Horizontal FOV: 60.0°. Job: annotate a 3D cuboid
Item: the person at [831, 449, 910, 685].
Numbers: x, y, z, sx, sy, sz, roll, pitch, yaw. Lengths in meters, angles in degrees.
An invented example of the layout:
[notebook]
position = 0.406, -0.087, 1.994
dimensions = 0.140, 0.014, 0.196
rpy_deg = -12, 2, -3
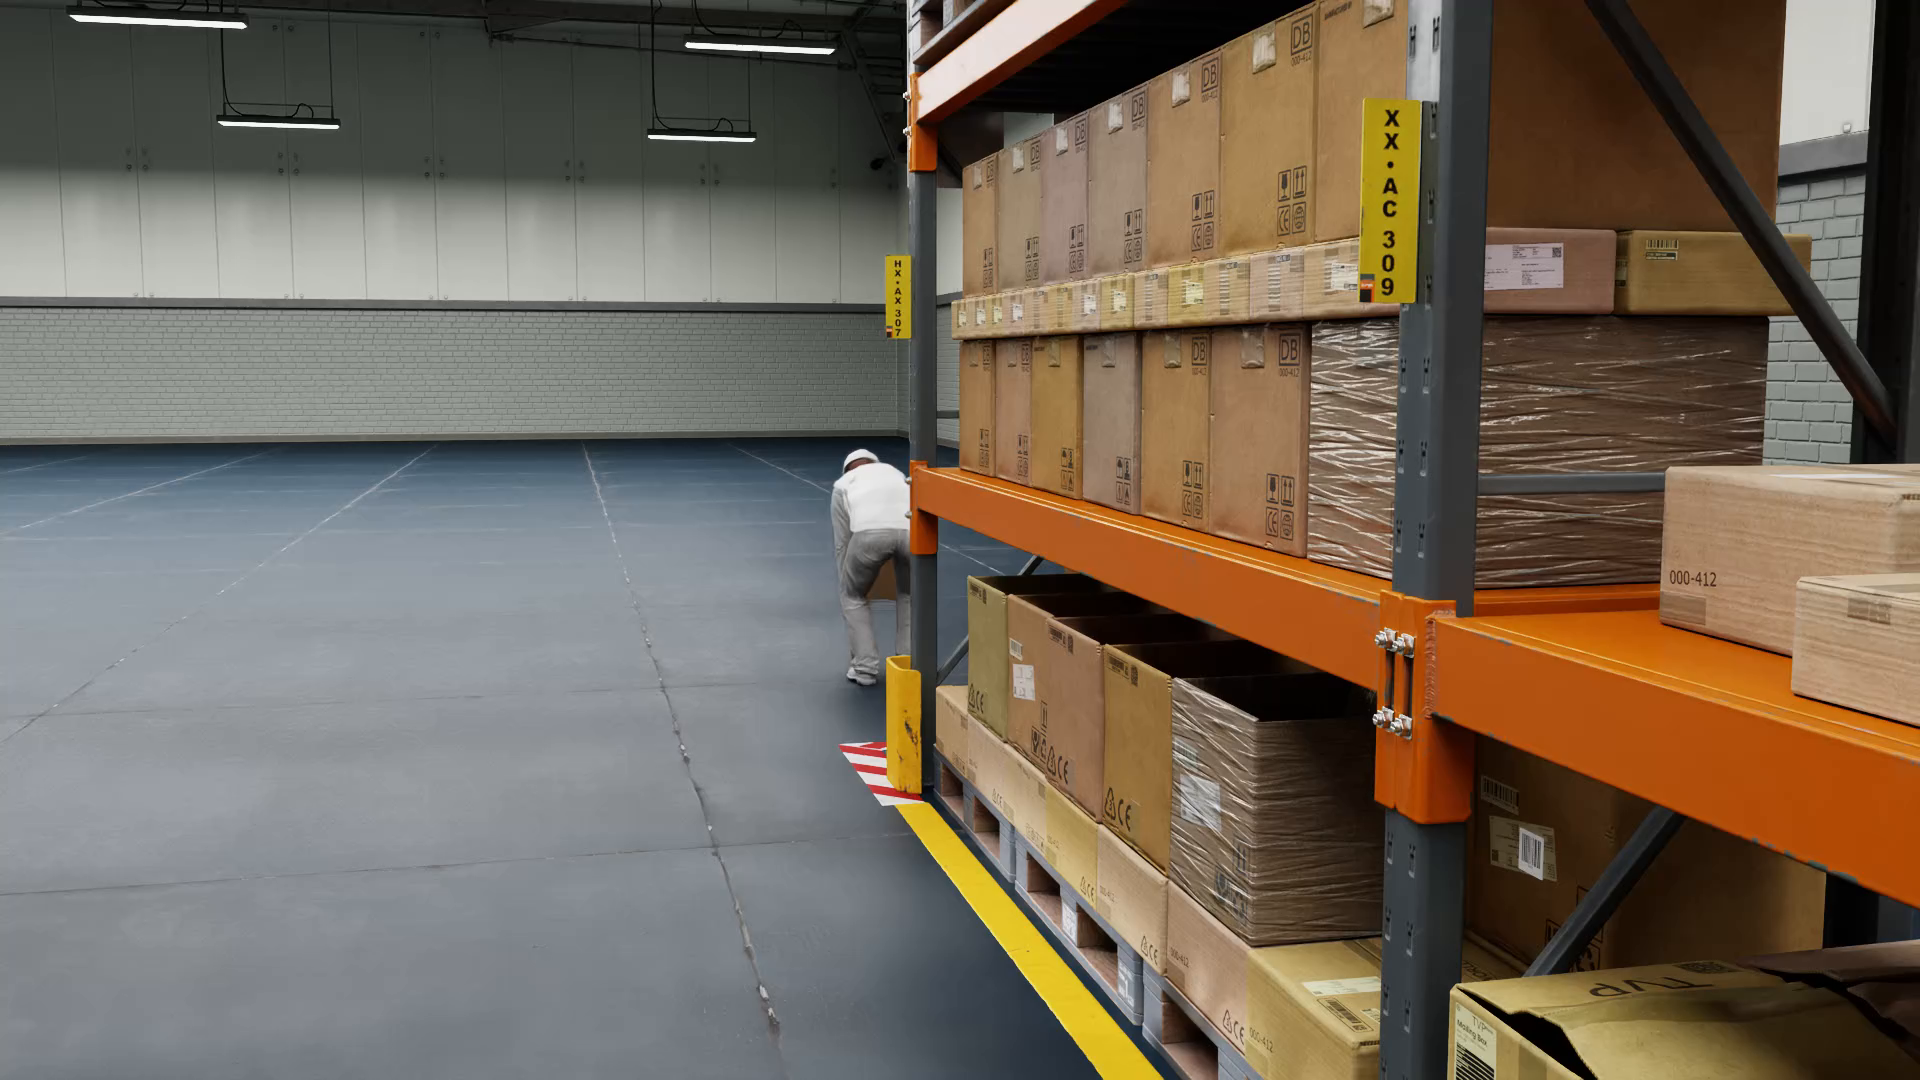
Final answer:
[person]
position = -0.458, 0.132, 9.163
dimensions = 0.473, 1.228, 0.975
rpy_deg = -2, 6, -16
